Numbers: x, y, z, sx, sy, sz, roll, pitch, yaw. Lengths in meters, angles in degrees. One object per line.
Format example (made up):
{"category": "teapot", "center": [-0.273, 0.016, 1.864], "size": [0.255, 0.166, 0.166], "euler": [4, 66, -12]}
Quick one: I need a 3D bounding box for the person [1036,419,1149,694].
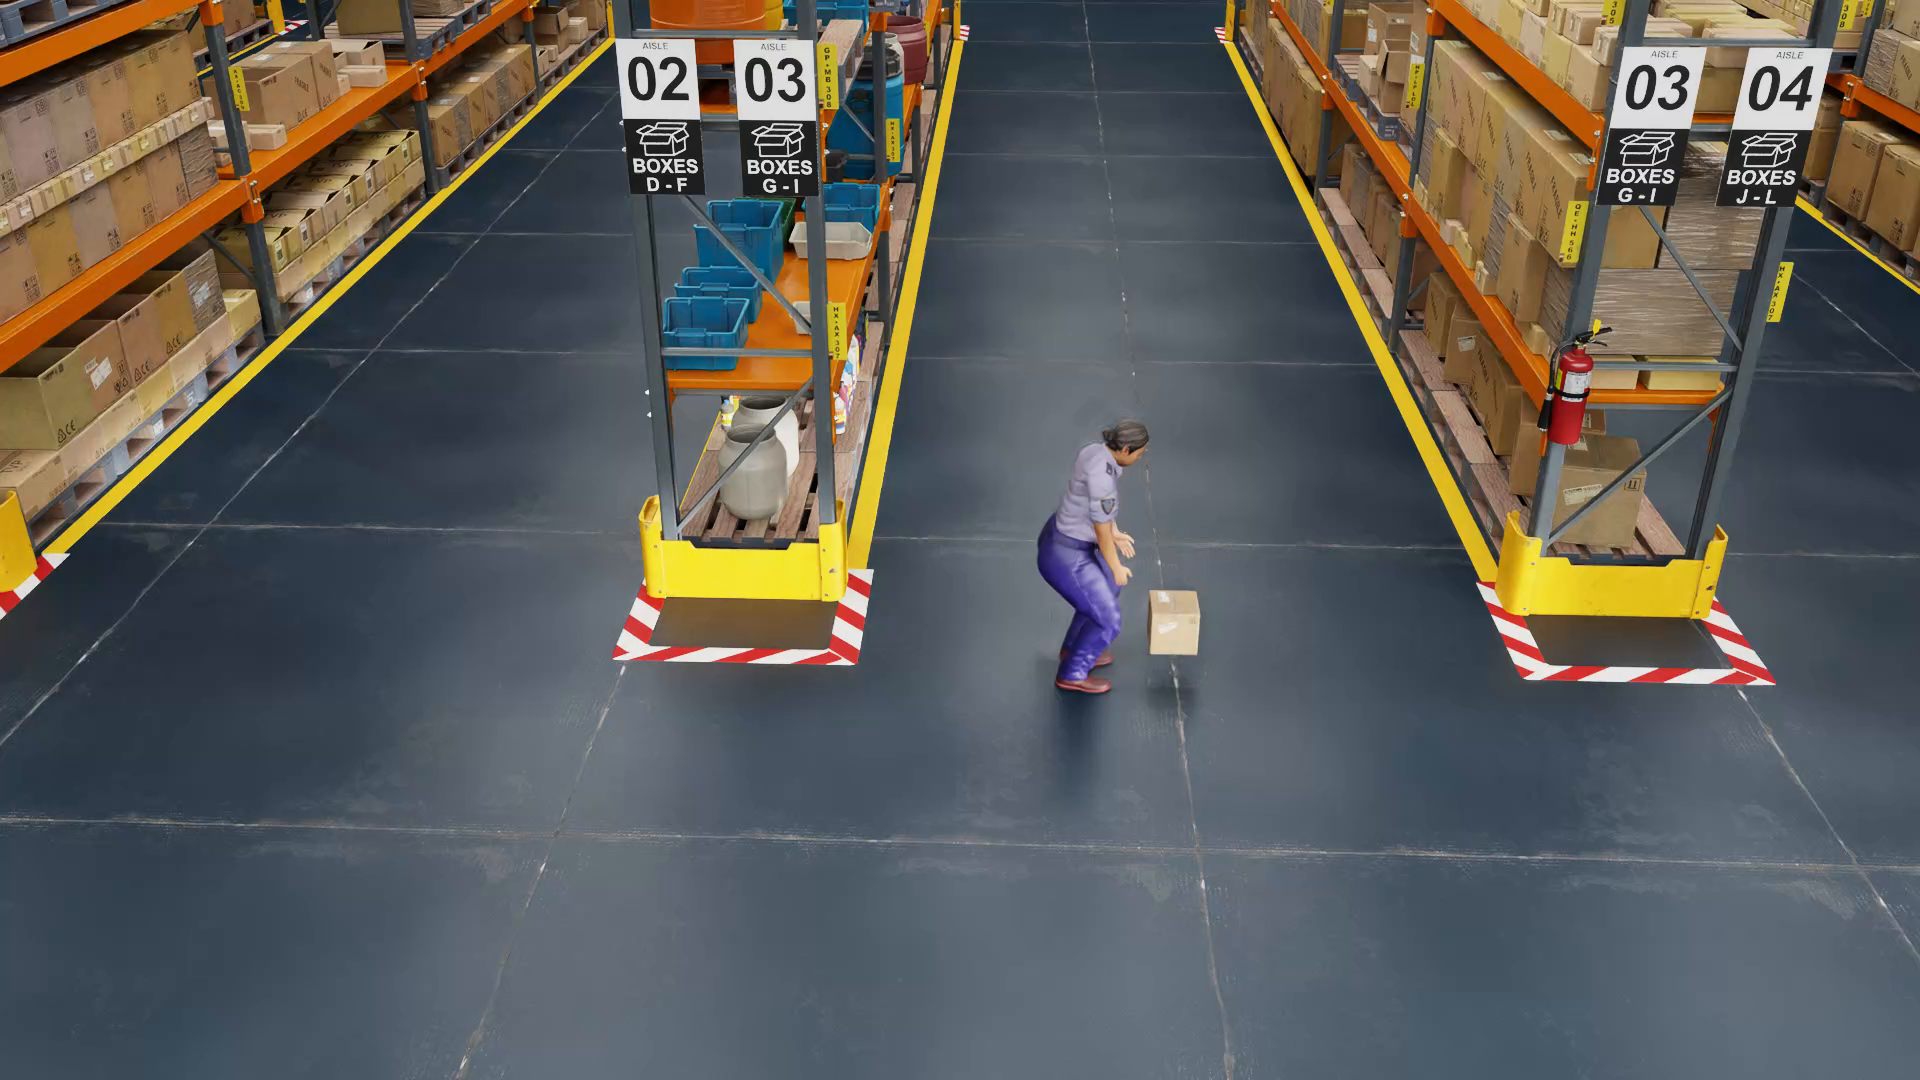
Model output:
{"category": "person", "center": [0.677, 0.062, 8.715], "size": [0.551, 1.478, 0.525], "euler": [1, 28, 2]}
